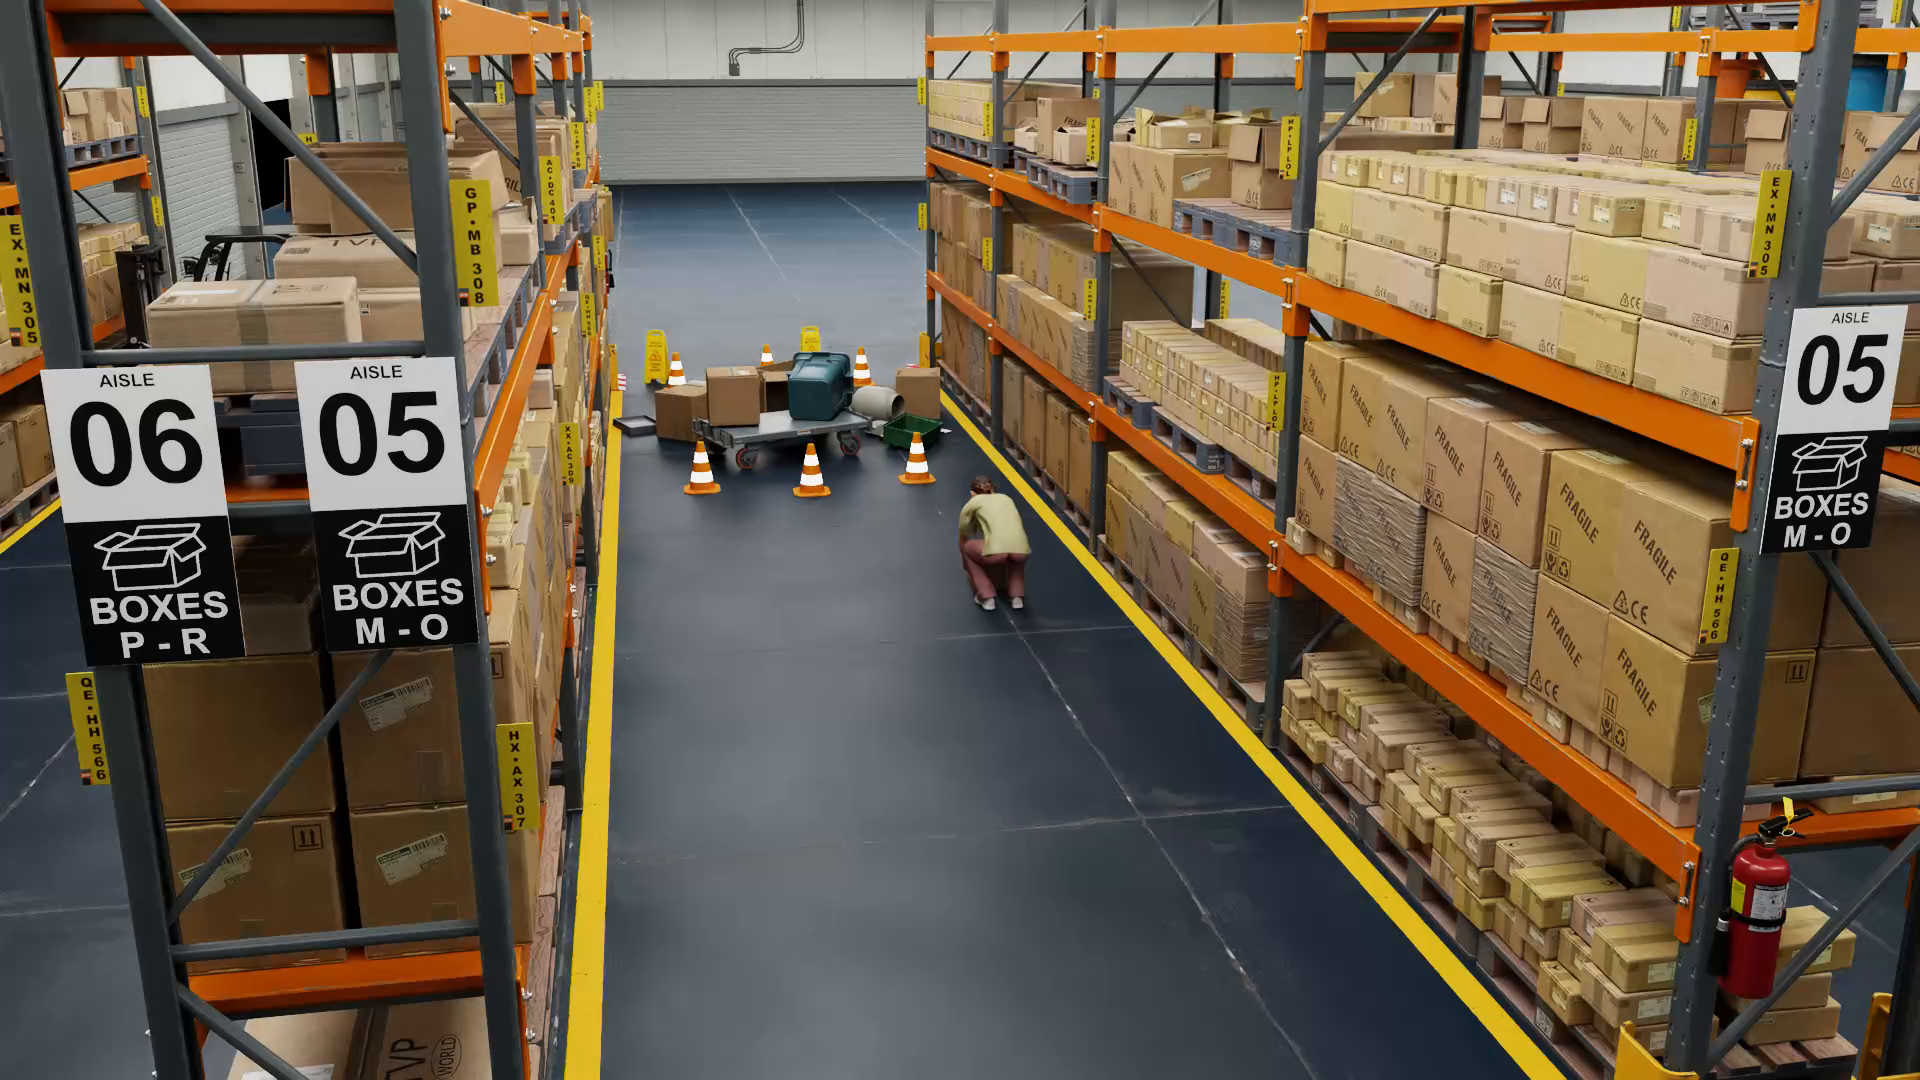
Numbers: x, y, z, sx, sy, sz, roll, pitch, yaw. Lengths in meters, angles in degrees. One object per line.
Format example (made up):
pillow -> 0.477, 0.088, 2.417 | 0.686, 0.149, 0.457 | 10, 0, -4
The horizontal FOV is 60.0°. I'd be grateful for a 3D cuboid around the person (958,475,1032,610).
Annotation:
person -> 0.252, 0.023, 12.355 | 0.489, 0.890, 0.799 | -3, 17, -11
